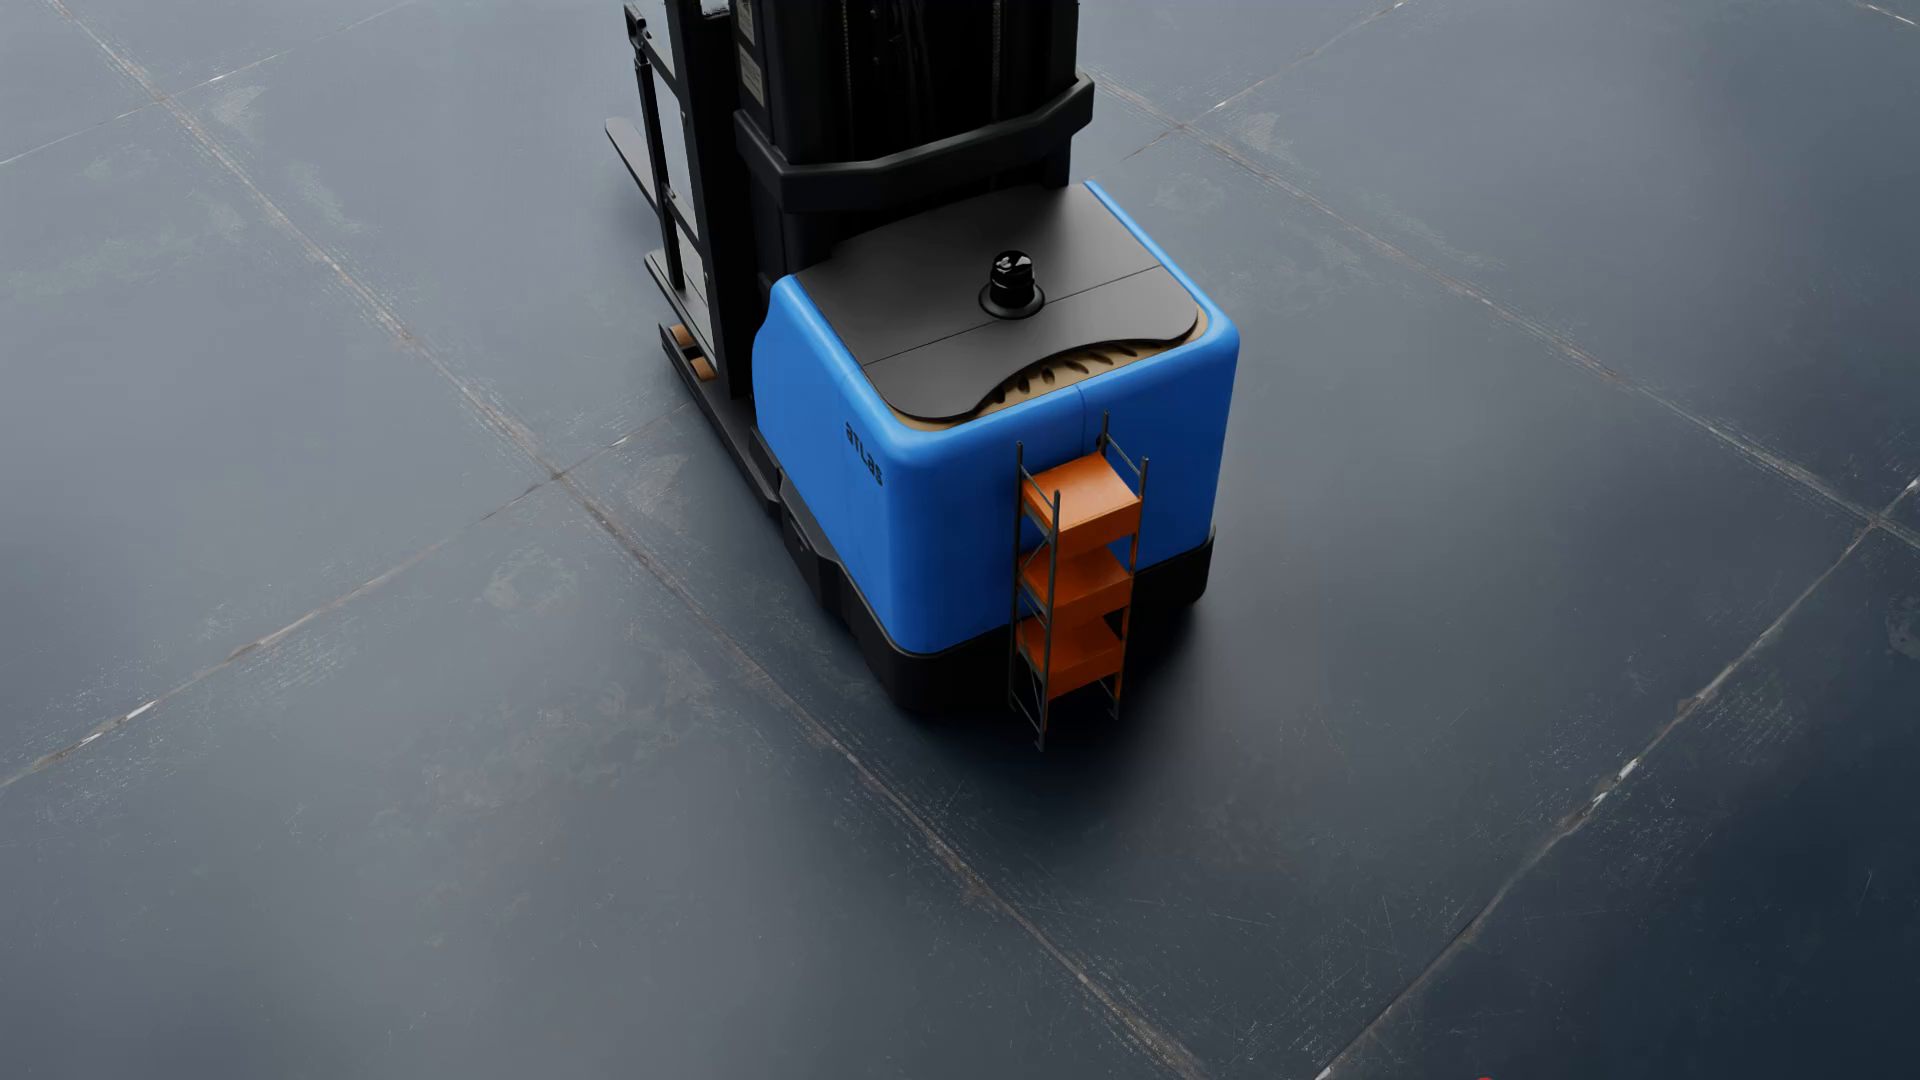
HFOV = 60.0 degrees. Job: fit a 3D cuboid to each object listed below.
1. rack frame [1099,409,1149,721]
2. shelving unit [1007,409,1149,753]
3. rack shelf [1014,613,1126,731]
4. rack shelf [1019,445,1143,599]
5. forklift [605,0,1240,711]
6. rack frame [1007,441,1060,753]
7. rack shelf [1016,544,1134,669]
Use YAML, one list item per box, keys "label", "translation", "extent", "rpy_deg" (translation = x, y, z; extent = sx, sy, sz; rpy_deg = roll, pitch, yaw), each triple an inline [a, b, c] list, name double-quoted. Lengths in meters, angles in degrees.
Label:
- label: "rack frame"
  translation: [0.404, 0.097, 4.445]
  extent: [0.008, 1.050, 0.200]
  rpy_deg: [-21, 51, -18]
- label: "shelving unit"
  translation: [0.296, 0.139, 4.407]
  extent: [0.252, 1.050, 0.215]
  rpy_deg: [-21, 51, -18]
- label: "rack shelf"
  translation: [0.295, 0.334, 4.620]
  extent: [0.240, 0.259, 0.215]
  rpy_deg: [-21, 51, -18]
- label: "rack shelf"
  translation: [0.296, -0.046, 4.206]
  extent: [0.240, 0.259, 0.215]
  rpy_deg: [-21, 51, -18]
- label: "forklift"
  translation: [-0.381, -1.598, 4.730]
  extent: [1.130, 2.935, 3.031]
  rpy_deg: [-21, 51, -18]
- label: "rack frame"
  translation: [0.187, 0.180, 4.369]
  extent: [0.008, 1.050, 0.200]
  rpy_deg: [-21, 51, -18]
- label: "rack shelf"
  translation: [0.296, 0.146, 4.415]
  extent: [0.240, 0.259, 0.215]
  rpy_deg: [-21, 51, -18]
